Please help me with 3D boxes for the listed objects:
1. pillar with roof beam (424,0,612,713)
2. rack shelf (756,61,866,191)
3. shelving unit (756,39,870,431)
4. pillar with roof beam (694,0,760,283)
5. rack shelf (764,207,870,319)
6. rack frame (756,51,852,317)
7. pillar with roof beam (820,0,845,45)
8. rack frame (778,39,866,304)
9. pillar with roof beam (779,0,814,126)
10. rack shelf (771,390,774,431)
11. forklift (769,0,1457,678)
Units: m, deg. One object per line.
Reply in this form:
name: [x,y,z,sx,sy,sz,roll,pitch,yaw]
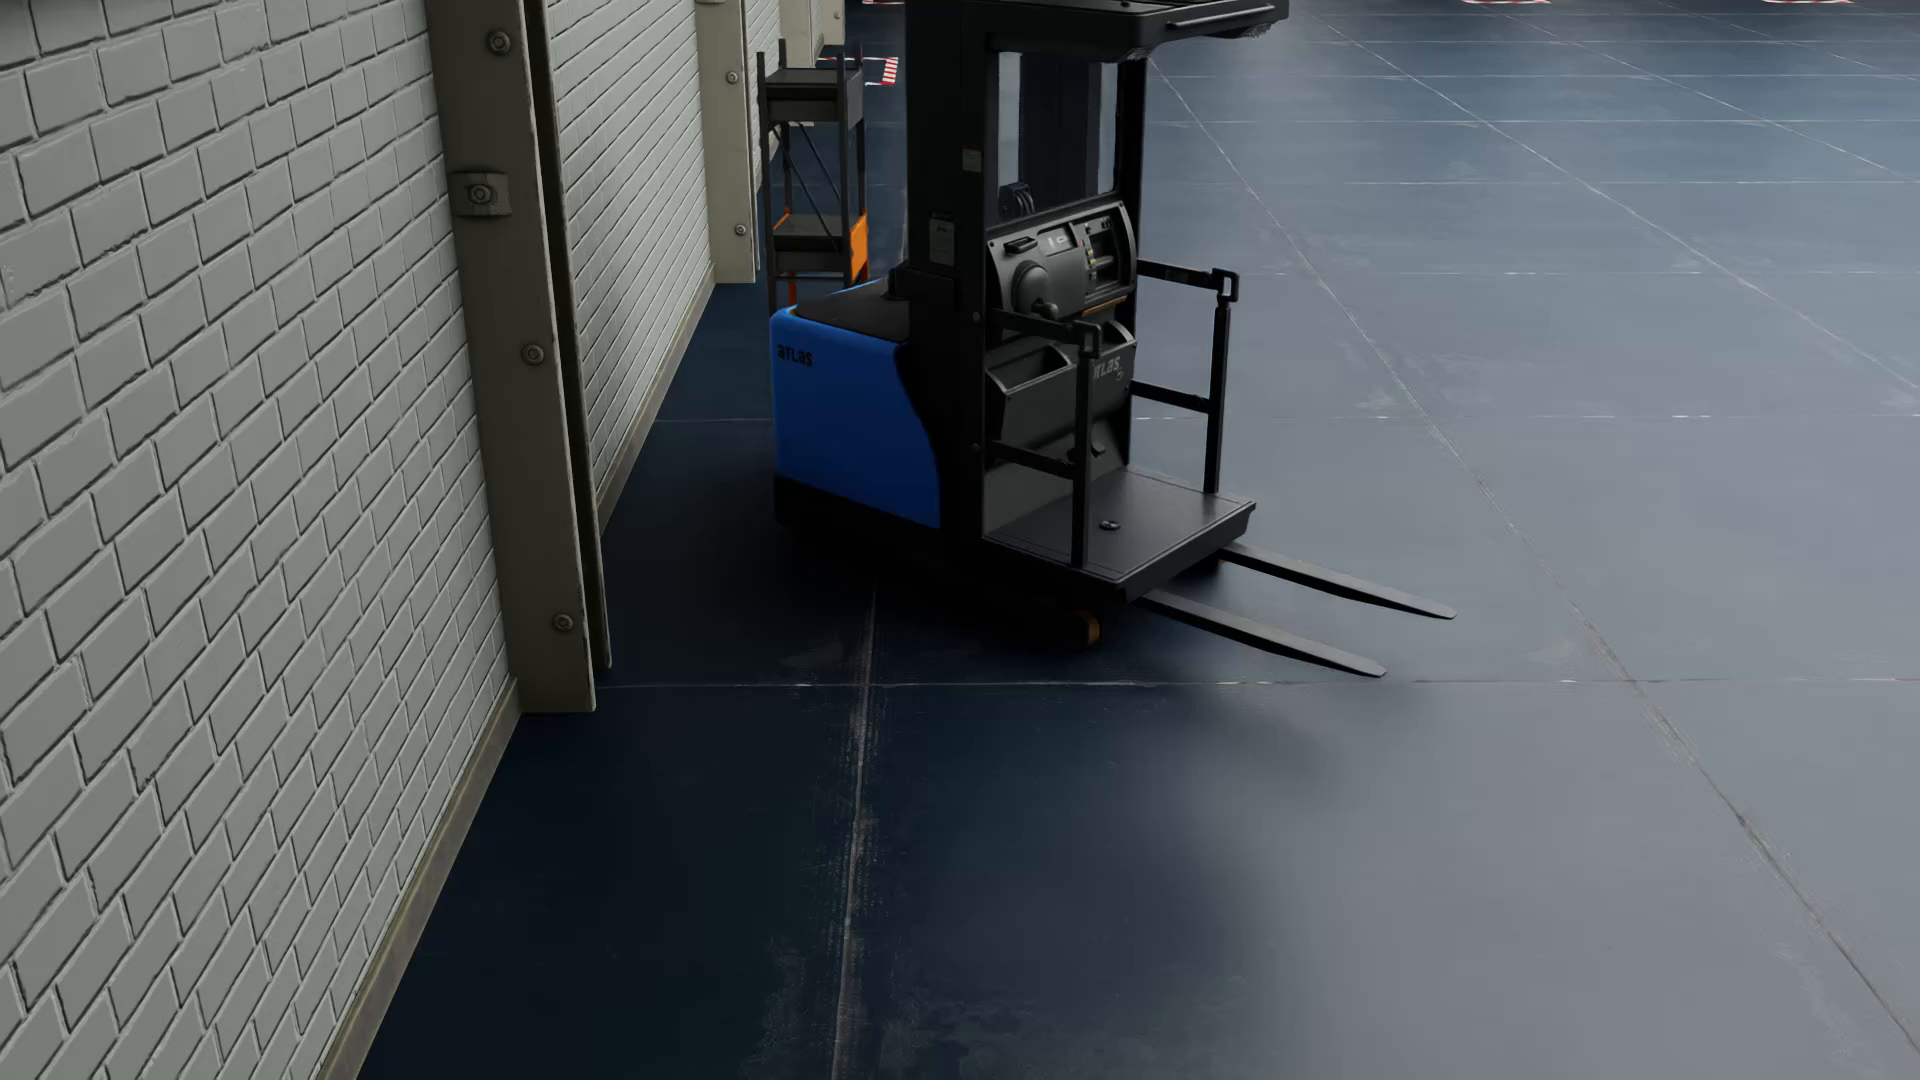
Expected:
pillar with roof beam: [2.758,-3.548,4.675,9.100,9.000,0.400,0,24,-1]
rack shelf: [-0.693,-1.962,7.861,0.431,0.518,0.480,2,23,6]
shelving unit: [-0.690,-1.332,8.133,0.431,2.100,0.503,2,23,6]
pillar with roof beam: [2.693,-6.021,10.142,9.100,9.000,0.400,0,24,-1]
rack shelf: [-0.690,-1.319,8.138,0.431,0.518,0.480,2,23,6]
rack frame: [-0.715,-1.236,7.910,0.400,2.100,0.015,2,23,6]
pillar with roof beam: [2.562,-10.965,21.075,9.100,9.000,0.400,0,24,-1]
rack frame: [-0.665,-1.428,8.356,0.400,2.100,0.015,2,23,6]
pillar with roof beam: [2.627,-8.493,15.608,9.100,9.000,0.400,0,24,-1]
rack shelf: [-0.686,-0.677,8.416,0.431,0.518,0.480,2,23,6]
forklift: [0.589,-1.135,6.702,3.031,2.935,1.130,19,30,36]
